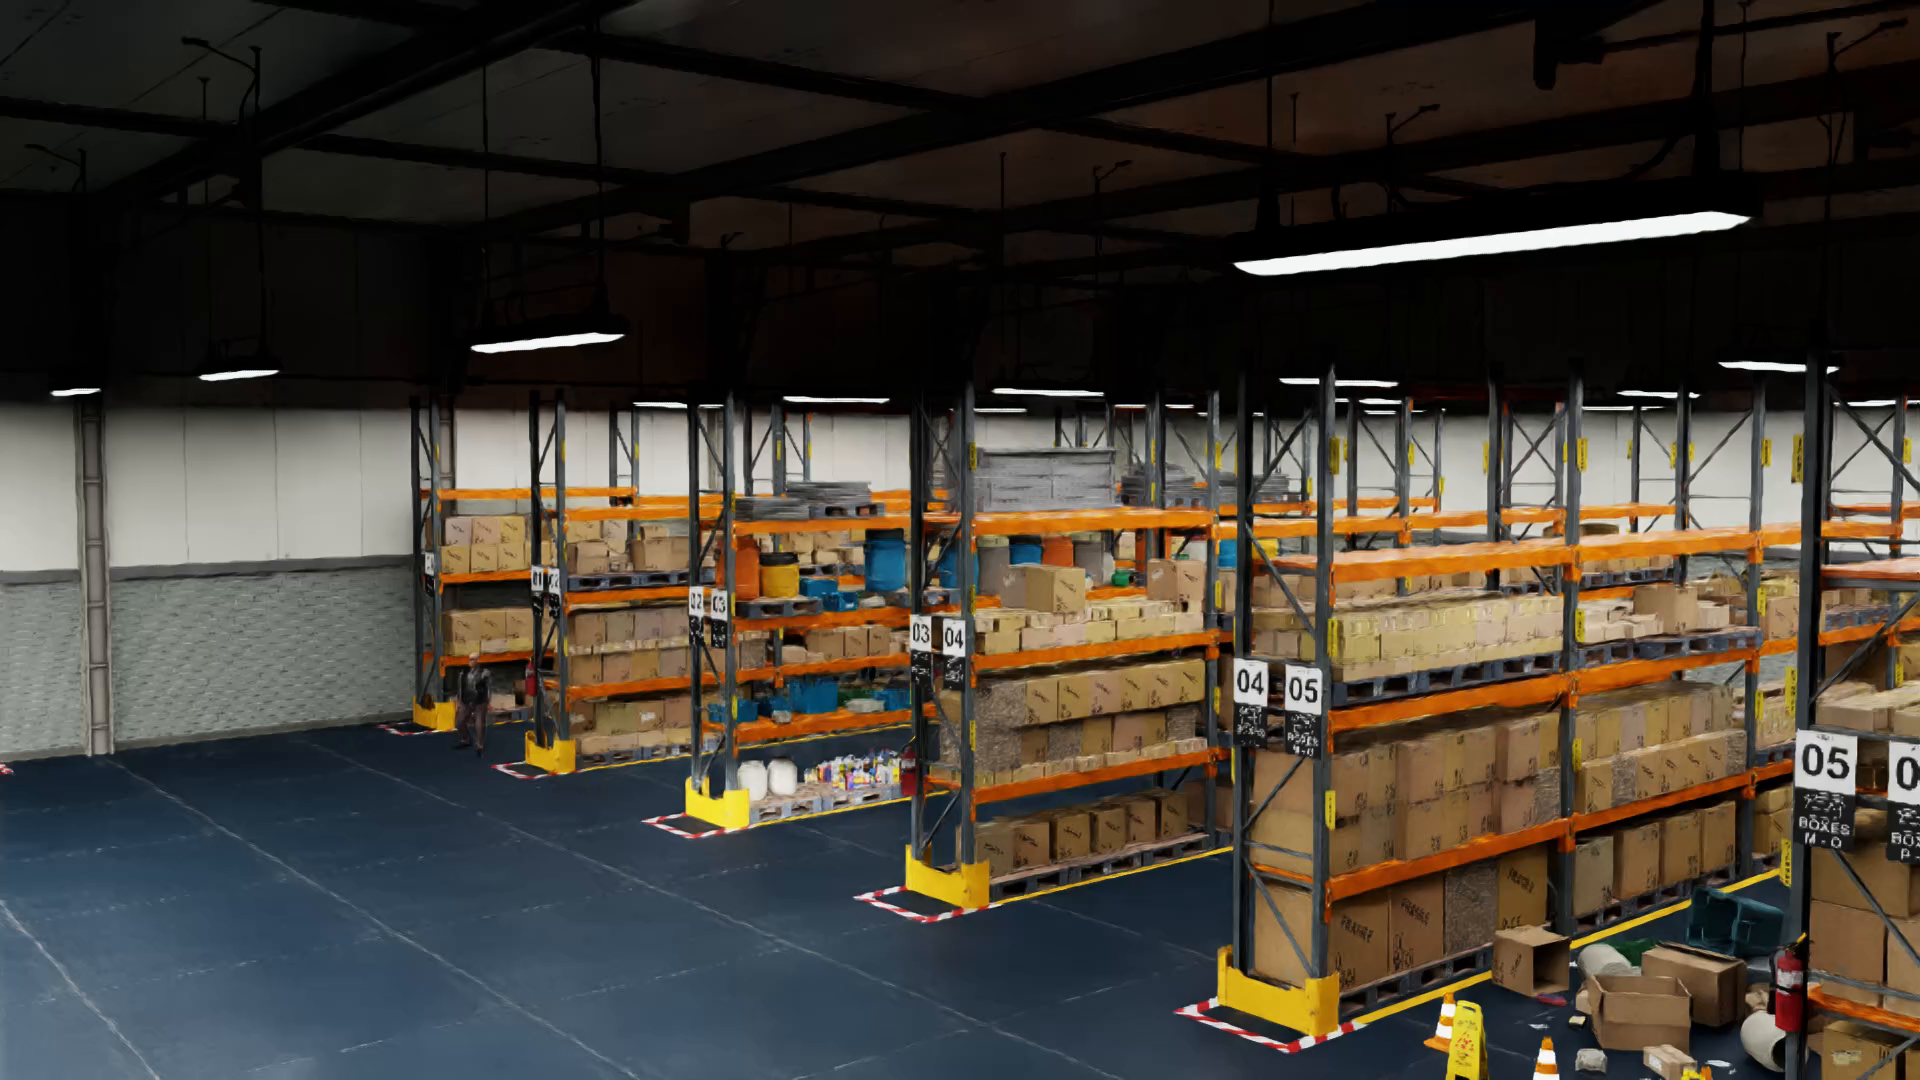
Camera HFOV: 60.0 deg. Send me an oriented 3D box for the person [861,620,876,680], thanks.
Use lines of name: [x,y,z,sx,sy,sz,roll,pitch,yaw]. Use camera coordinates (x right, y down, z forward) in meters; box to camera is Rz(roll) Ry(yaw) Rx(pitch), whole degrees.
person: [-1.848,2.317,34.497,0.420,1.602,0.506,2,4,27]

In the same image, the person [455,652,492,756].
person: [-8.074,2.690,27.458,0.714,1.711,0.520,1,3,9]
